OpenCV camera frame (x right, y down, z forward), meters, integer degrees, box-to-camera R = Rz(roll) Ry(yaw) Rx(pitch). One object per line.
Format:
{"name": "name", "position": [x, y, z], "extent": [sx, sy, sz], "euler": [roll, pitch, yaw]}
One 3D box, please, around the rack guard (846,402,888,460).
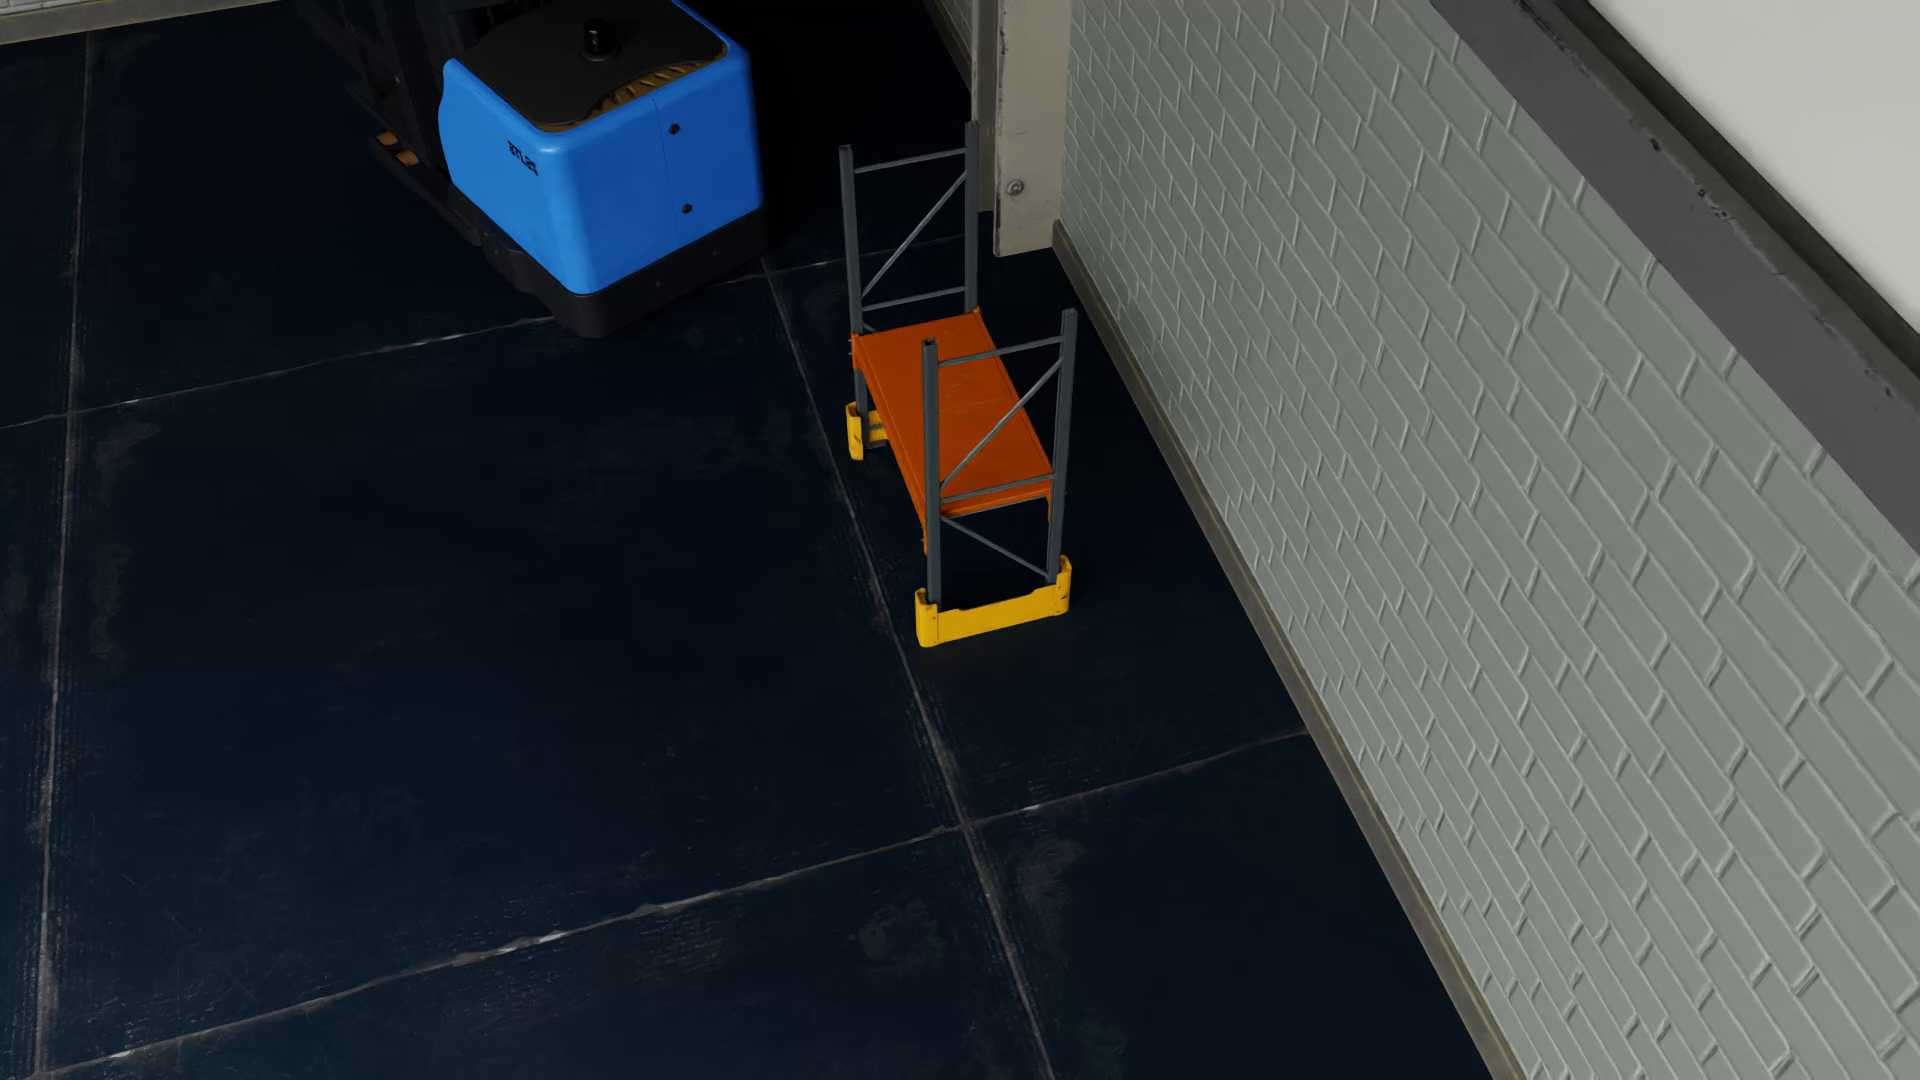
{"name": "rack guard", "position": [-0.170, -0.500, 6.798], "extent": [0.587, 0.250, 0.087], "euler": [-13, 51, -11]}

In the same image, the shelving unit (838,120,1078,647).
{"name": "shelving unit", "position": [-0.023, -0.539, 6.013], "extent": [0.587, 1.500, 1.083], "euler": [-13, 51, -11]}

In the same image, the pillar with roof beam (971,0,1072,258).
{"name": "pillar with roof beam", "position": [-3.858, -3.402, 3.522], "extent": [9.100, 9.000, 0.400], "euler": [-13, 51, -11]}

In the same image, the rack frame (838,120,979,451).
{"name": "rack frame", "position": [-0.176, -0.917, 6.332], "extent": [0.500, 1.500, 0.032], "euler": [-13, 51, -11]}

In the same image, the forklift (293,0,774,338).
{"name": "forklift", "position": [-2.198, -2.870, 7.042], "extent": [1.130, 2.935, 3.031], "euler": [-34, 58, -25]}

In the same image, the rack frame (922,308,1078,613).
{"name": "rack frame", "position": [0.125, -0.174, 5.706], "extent": [0.500, 1.500, 0.032], "euler": [-13, 51, -11]}

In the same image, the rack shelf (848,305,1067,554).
{"name": "rack shelf", "position": [-0.025, -0.430, 6.156], "extent": [0.538, 0.185, 1.000], "euler": [-13, 51, -11]}

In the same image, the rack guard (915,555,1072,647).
{"name": "rack guard", "position": [0.125, 0.227, 6.184], "extent": [0.587, 0.250, 0.087], "euler": [-13, 51, -11]}
